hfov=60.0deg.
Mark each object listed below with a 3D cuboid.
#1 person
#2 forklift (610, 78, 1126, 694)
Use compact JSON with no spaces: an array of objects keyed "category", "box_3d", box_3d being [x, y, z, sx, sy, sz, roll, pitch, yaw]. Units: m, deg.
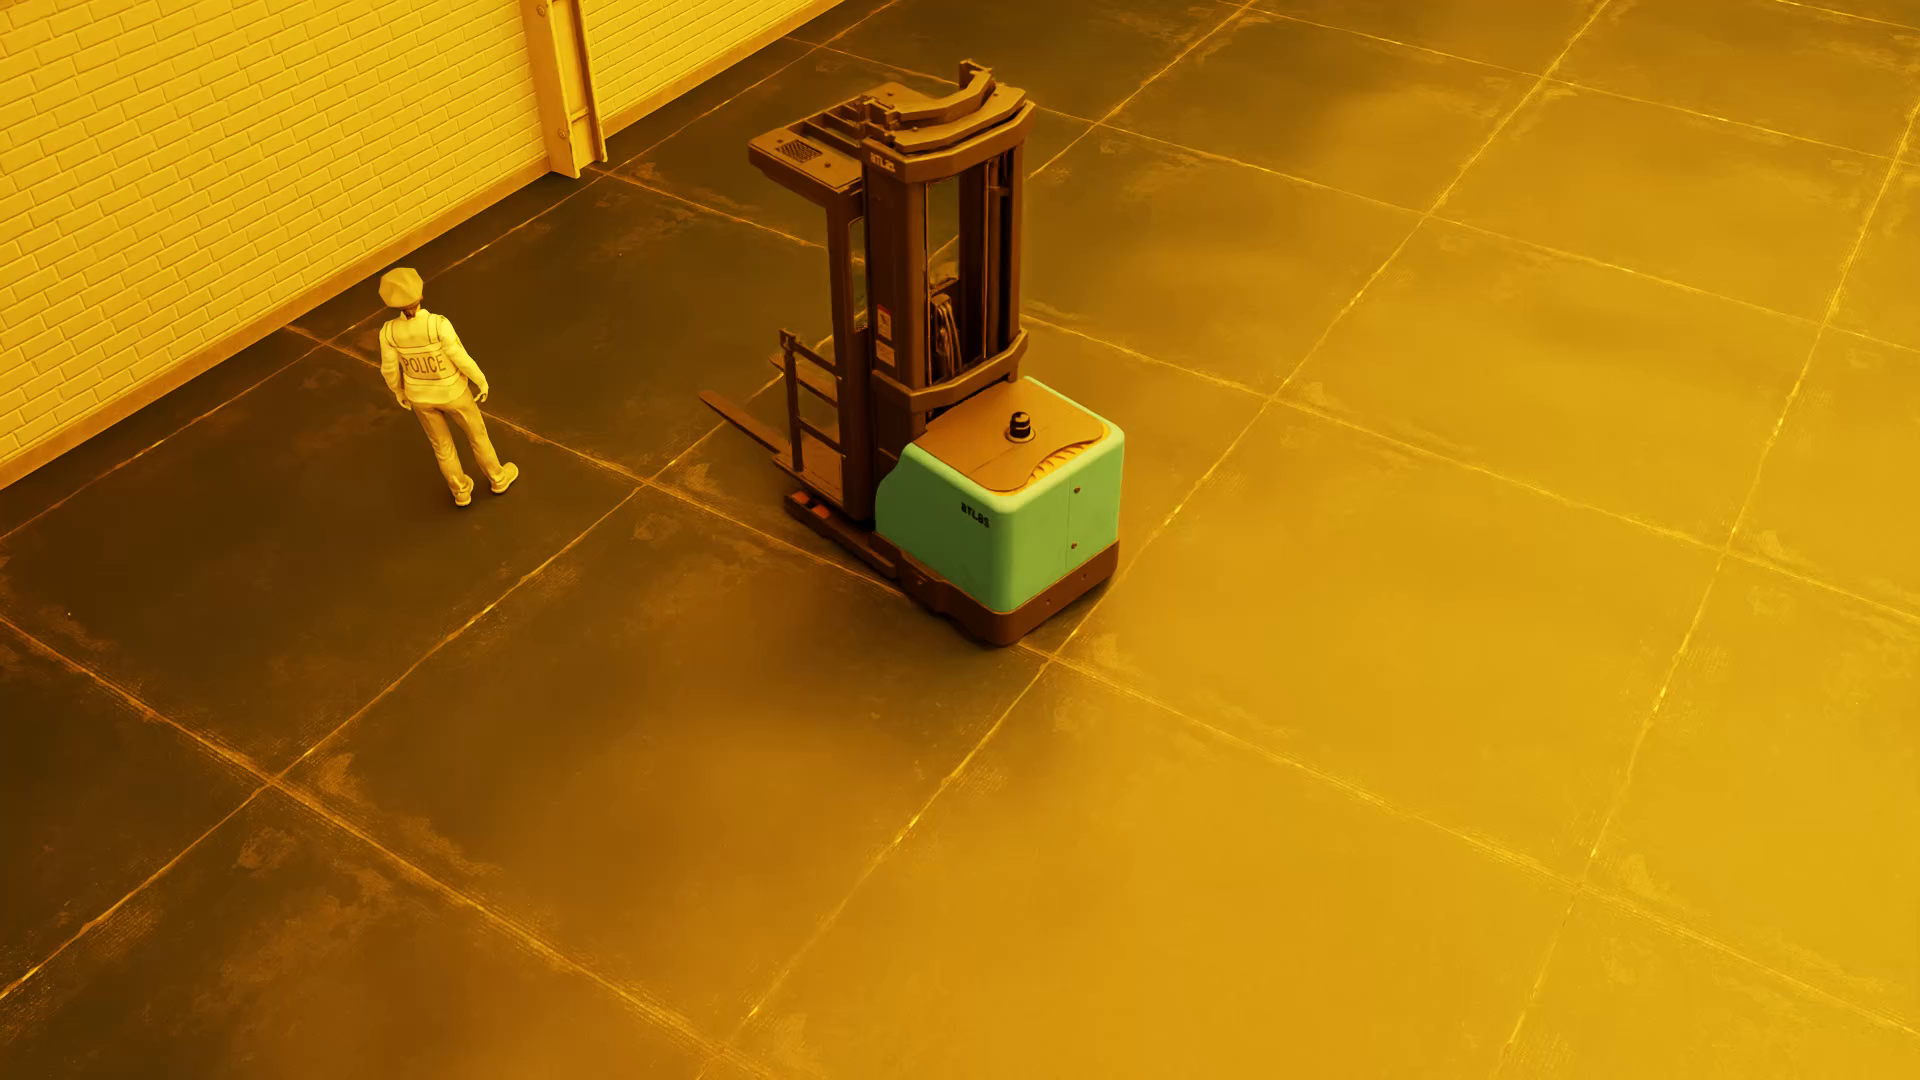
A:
[{"category":"person","box_3d":[-3.366,-1.275,10.554,0.569,1.565,0.854,13,42,15]},{"category":"forklift","box_3d":[-0.530,-0.854,8.975,3.031,2.935,1.130,-24,46,-26]}]
